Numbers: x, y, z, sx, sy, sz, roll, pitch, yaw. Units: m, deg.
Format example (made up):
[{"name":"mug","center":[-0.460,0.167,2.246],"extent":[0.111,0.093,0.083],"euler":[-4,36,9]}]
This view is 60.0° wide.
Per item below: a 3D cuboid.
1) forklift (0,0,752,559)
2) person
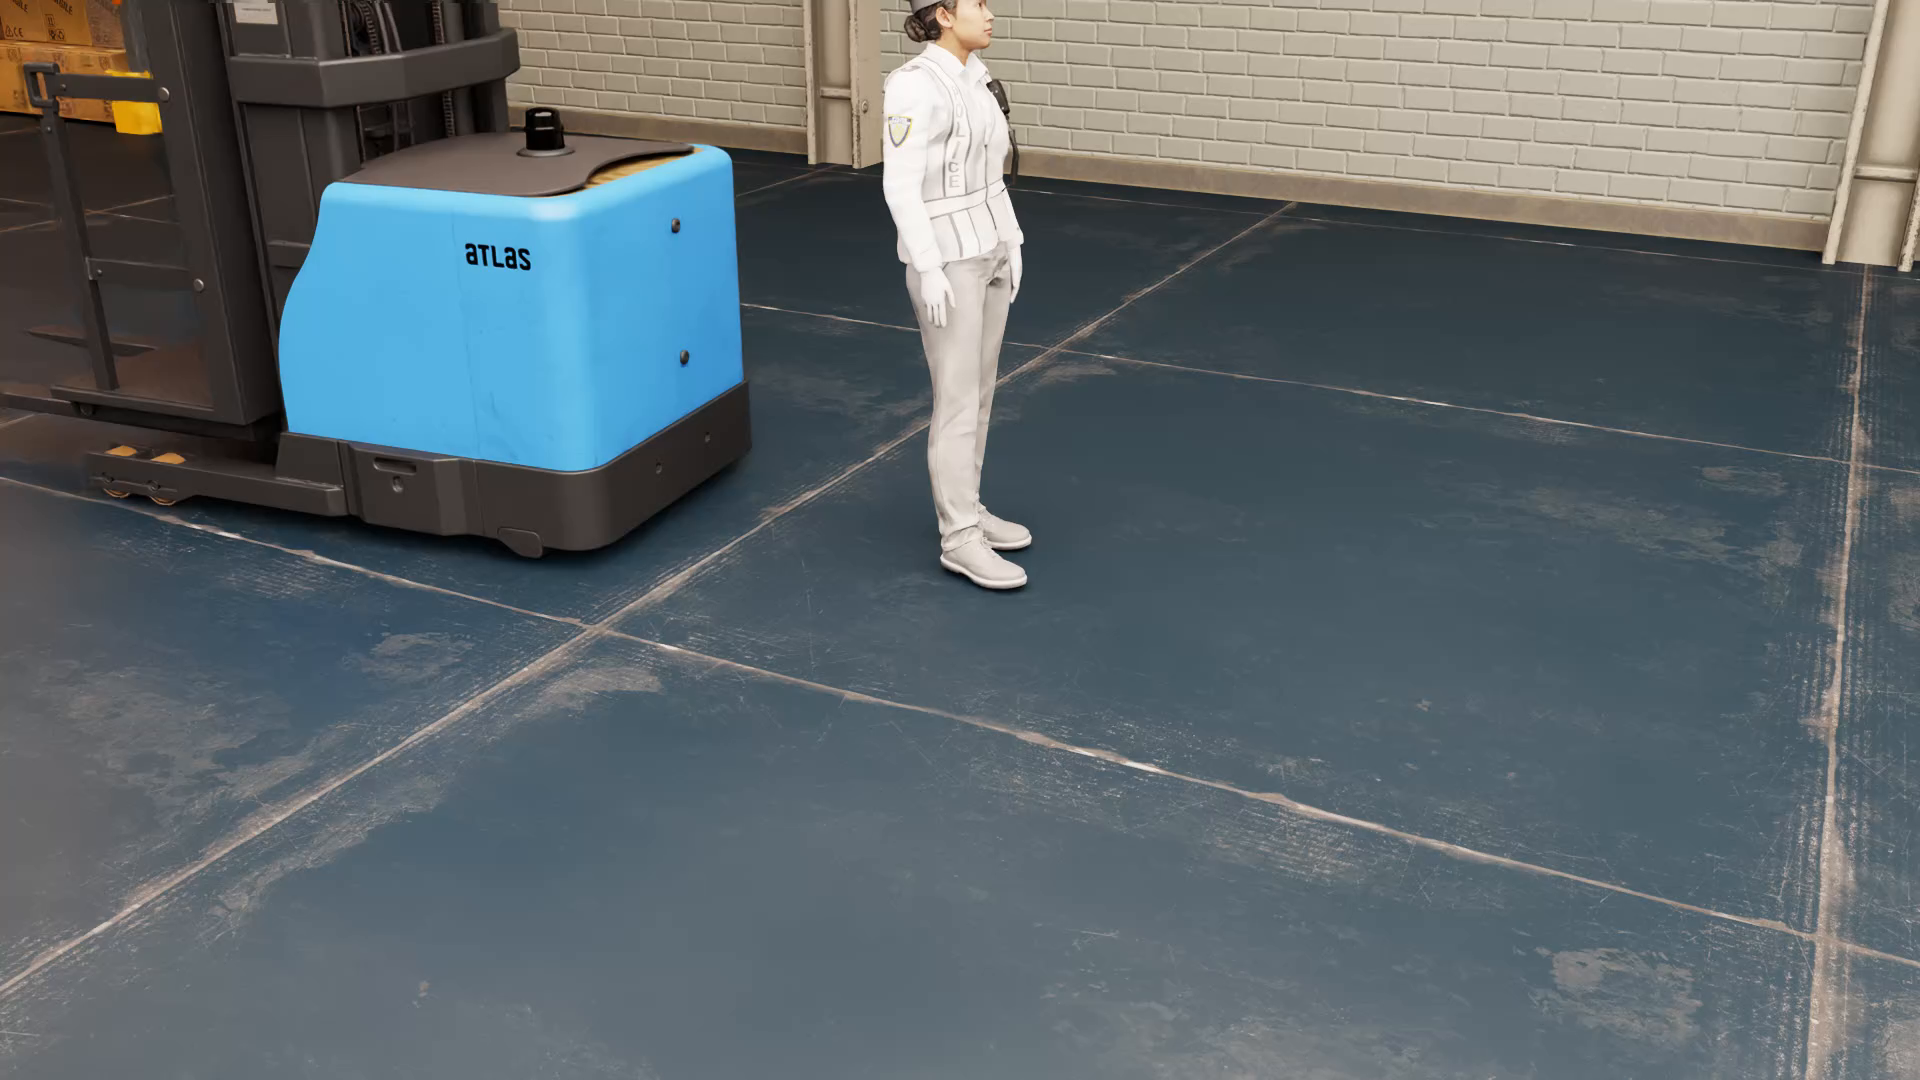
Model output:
[{"name":"forklift","center":[-2.276,-1.640,5.181],"extent":[3.031,2.935,1.130],"euler":[8,24,19]},{"name":"person","center":[0.058,-0.772,4.699],"extent":[0.531,1.695,0.587],"euler":[11,25,25]}]
